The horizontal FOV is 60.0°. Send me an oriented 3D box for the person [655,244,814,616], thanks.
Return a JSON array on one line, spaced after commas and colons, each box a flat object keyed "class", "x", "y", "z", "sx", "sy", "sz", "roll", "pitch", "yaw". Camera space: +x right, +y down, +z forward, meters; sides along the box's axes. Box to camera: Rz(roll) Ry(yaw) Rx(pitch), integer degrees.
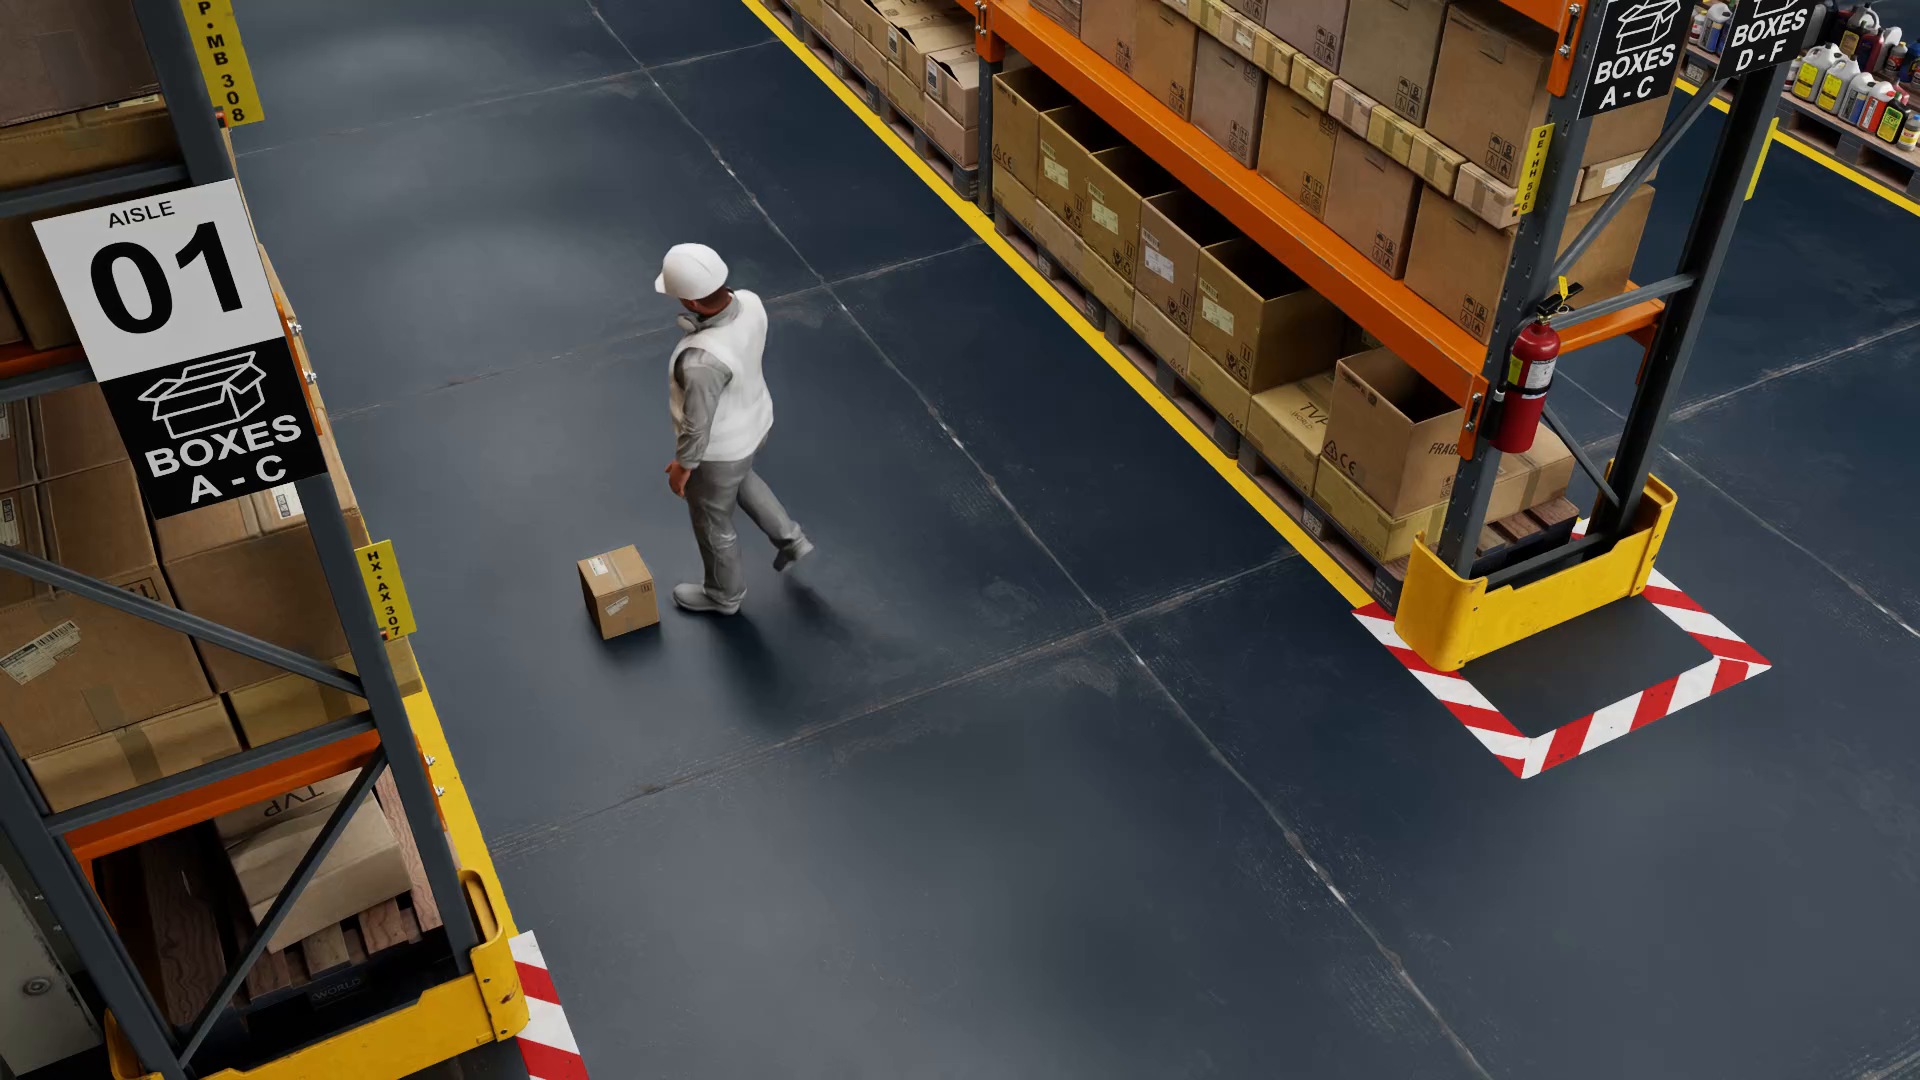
[{"class": "person", "x": -0.937, "y": -0.421, "z": 6.605, "sx": 0.562, "sy": 1.769, "sz": 0.567, "roll": 12, "pitch": 42, "yaw": 14}]
